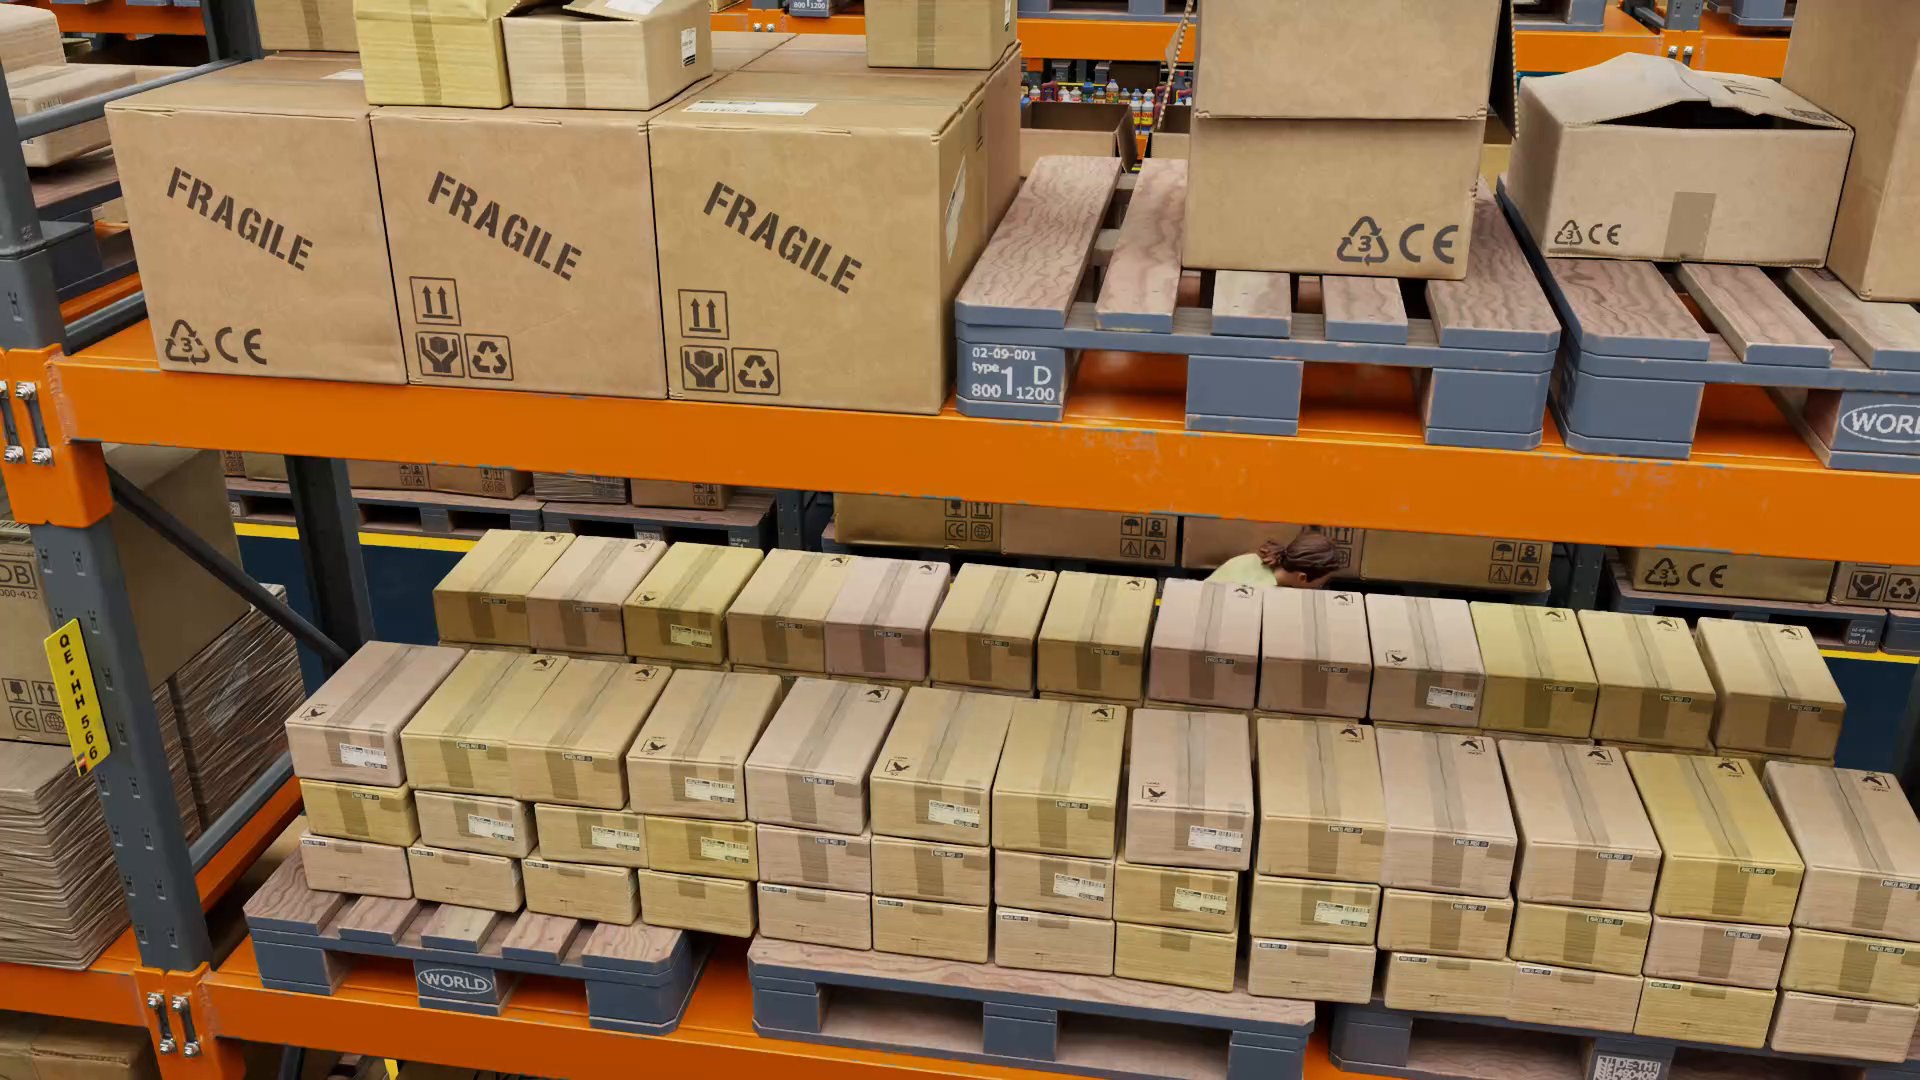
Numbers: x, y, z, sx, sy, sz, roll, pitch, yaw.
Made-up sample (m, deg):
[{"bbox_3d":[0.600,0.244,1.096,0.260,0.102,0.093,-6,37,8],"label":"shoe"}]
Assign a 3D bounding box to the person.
[{"bbox_3d":[1.086,0.513,6.558,0.719,1.216,0.508,4,25,9],"label":"person"}]
